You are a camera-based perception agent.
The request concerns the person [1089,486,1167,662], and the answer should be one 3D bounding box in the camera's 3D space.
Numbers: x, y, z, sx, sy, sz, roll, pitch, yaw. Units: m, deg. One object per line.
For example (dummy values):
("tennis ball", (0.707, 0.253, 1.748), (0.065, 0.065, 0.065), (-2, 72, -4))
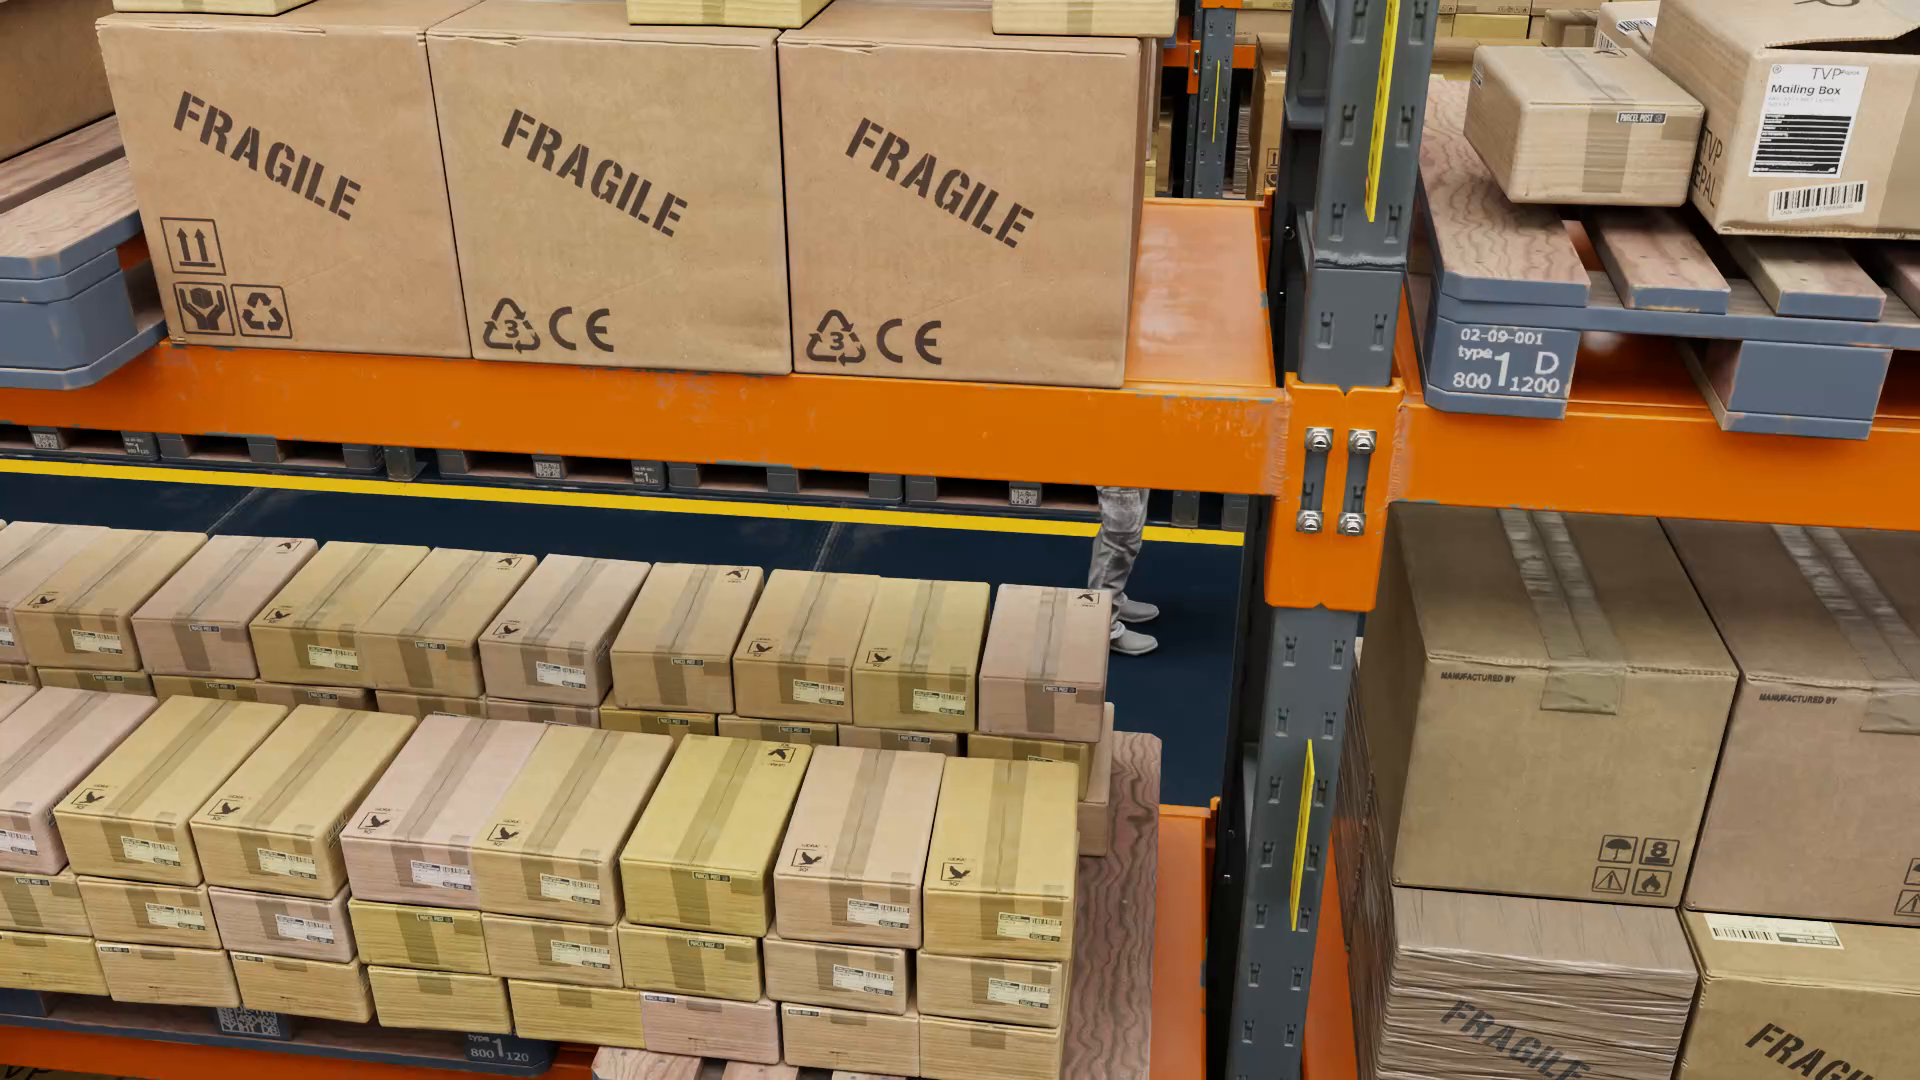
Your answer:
("person", (0.684, -0.391, 6.832), (0.443, 1.785, 0.561), (3, 28, 5))
